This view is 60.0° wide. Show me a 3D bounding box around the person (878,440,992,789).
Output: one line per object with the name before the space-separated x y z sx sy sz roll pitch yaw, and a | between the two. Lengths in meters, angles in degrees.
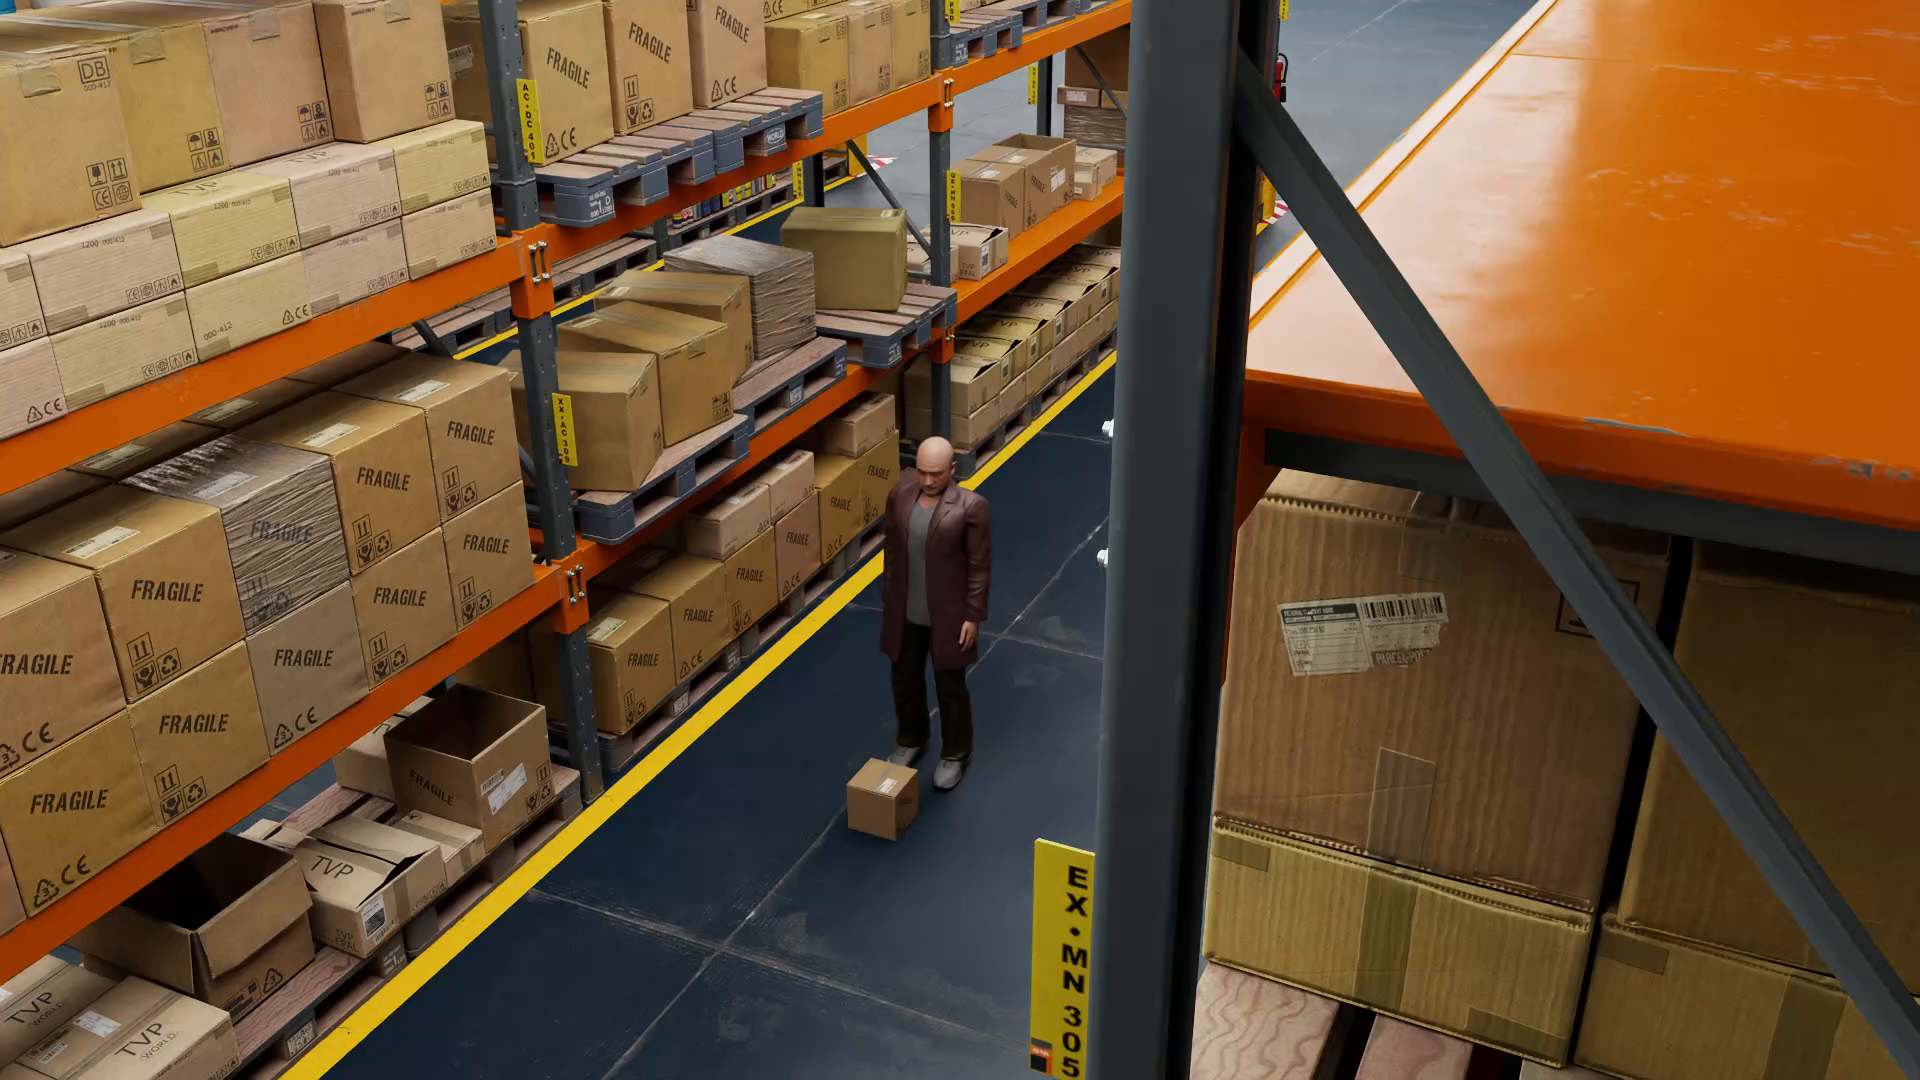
person | -0.127 0.351 7.925 0.565 1.771 0.381 12 28 23
